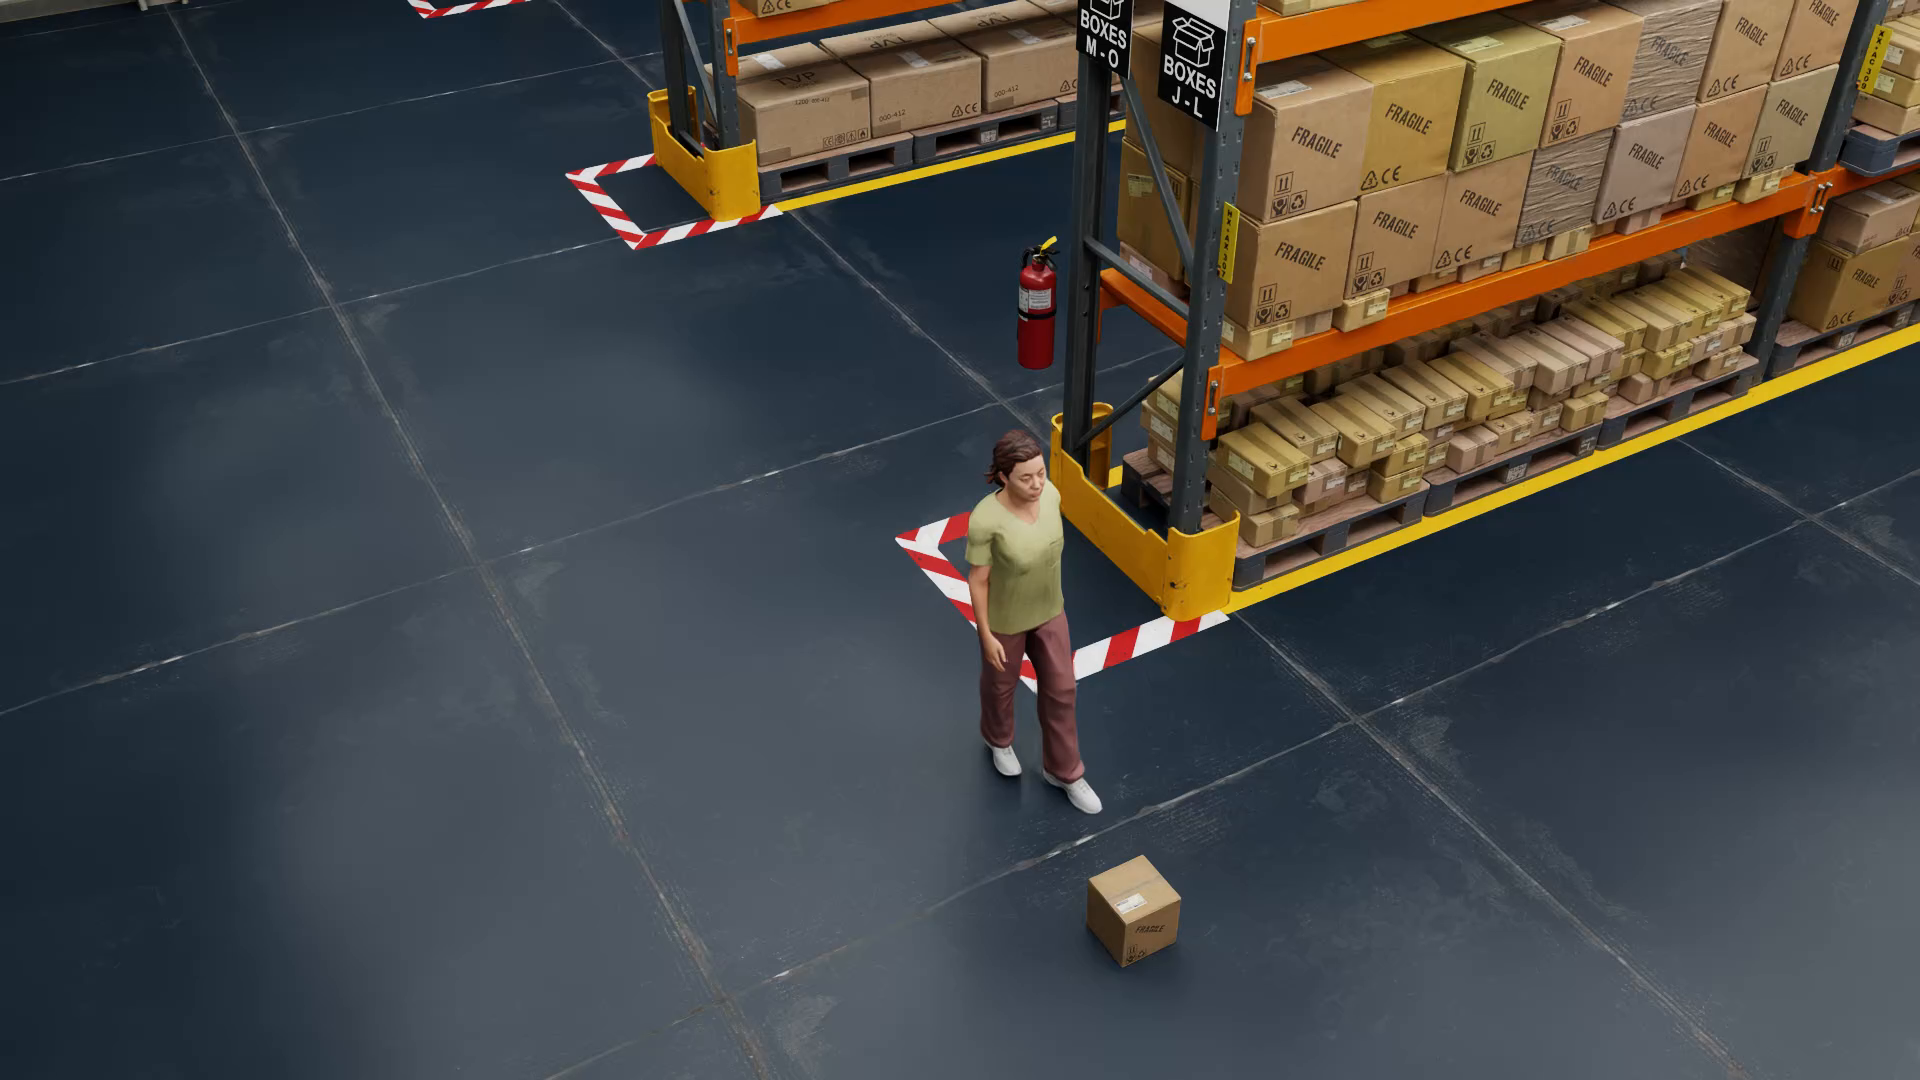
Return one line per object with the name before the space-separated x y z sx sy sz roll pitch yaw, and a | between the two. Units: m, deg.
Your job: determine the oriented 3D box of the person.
person | 0.267 0.445 6.540 0.454 1.426 0.630 -18 41 -23
